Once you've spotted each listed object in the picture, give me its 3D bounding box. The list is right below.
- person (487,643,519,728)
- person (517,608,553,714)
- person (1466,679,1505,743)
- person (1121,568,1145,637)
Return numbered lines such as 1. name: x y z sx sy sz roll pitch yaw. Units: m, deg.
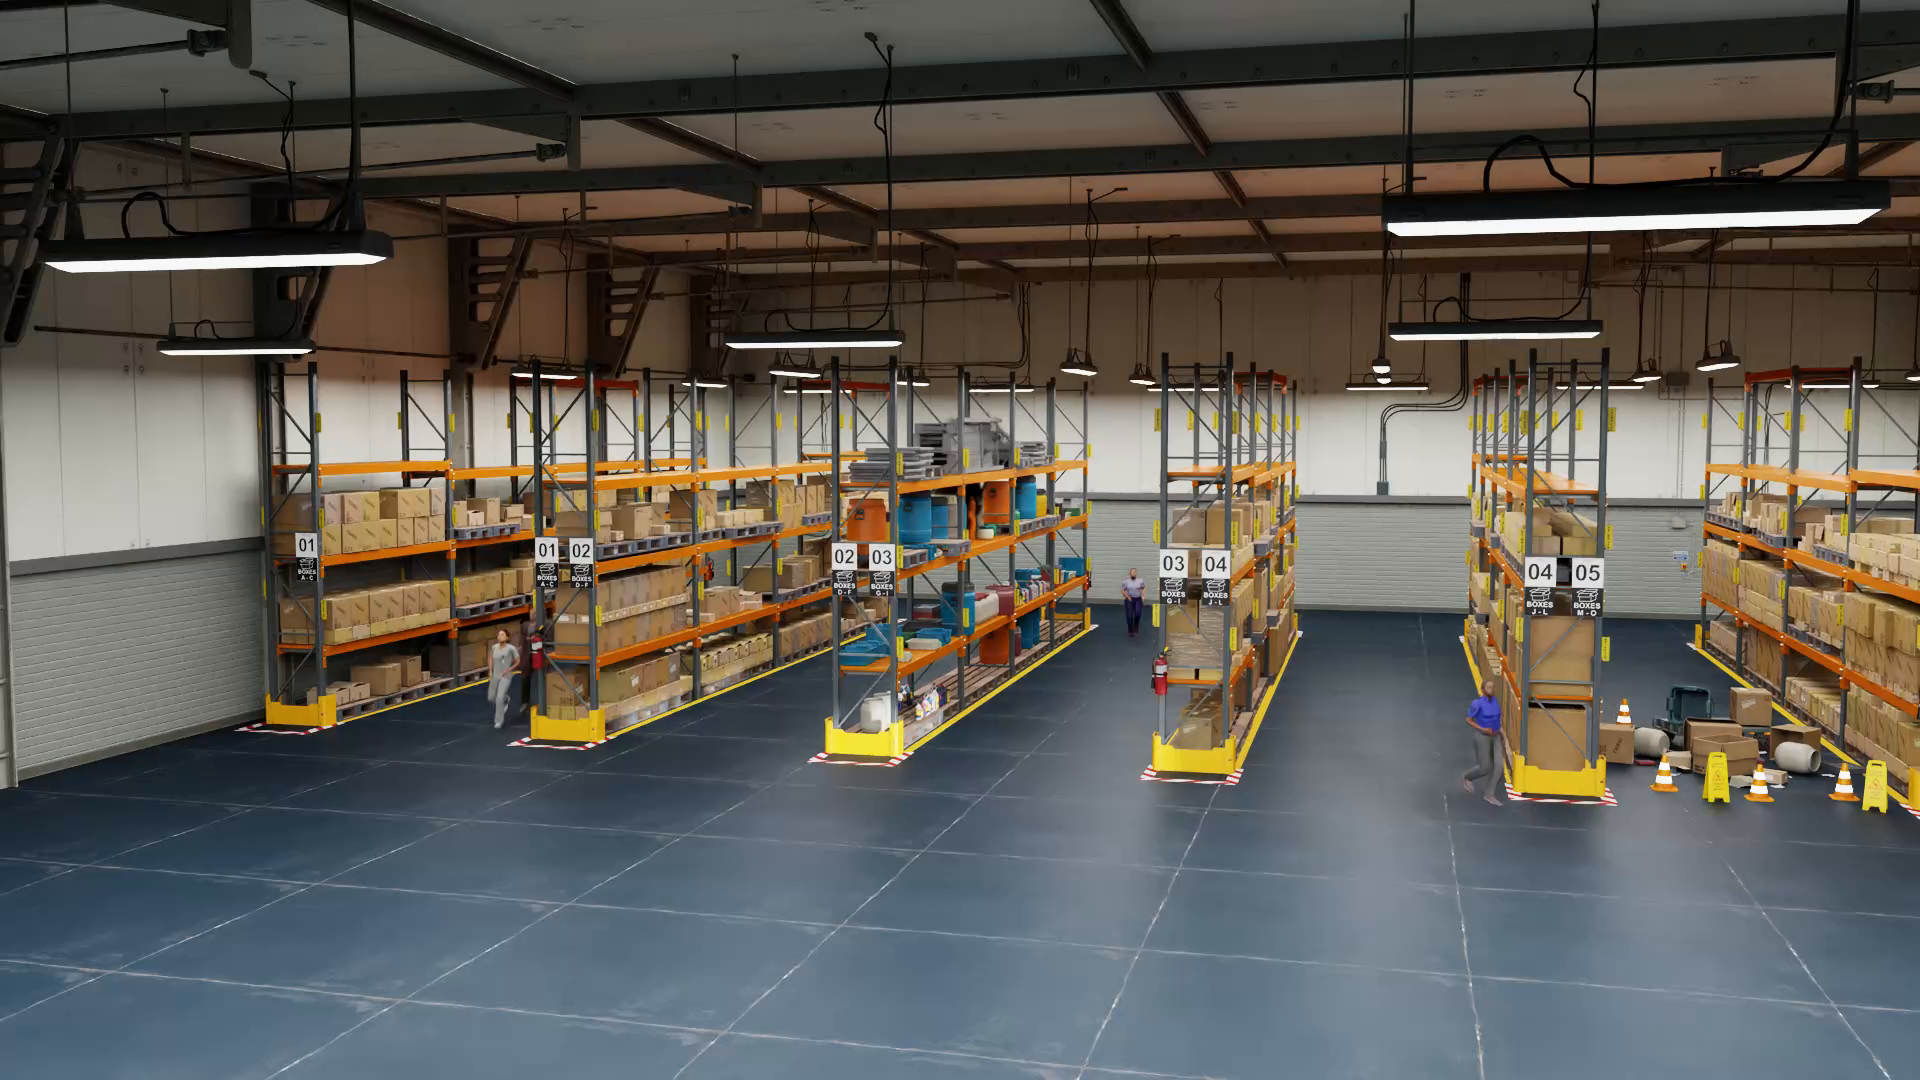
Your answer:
1. person: -7.549 2.395 27.533 0.538 1.390 0.564 1 4 14
2. person: -7.390 2.052 28.884 0.695 1.780 1.046 1 4 7
3. person: 6.969 2.255 21.884 0.575 0.829 0.433 -2 4 -22
4. person: 4.075 1.468 39.004 0.581 1.604 0.505 0 4 1
